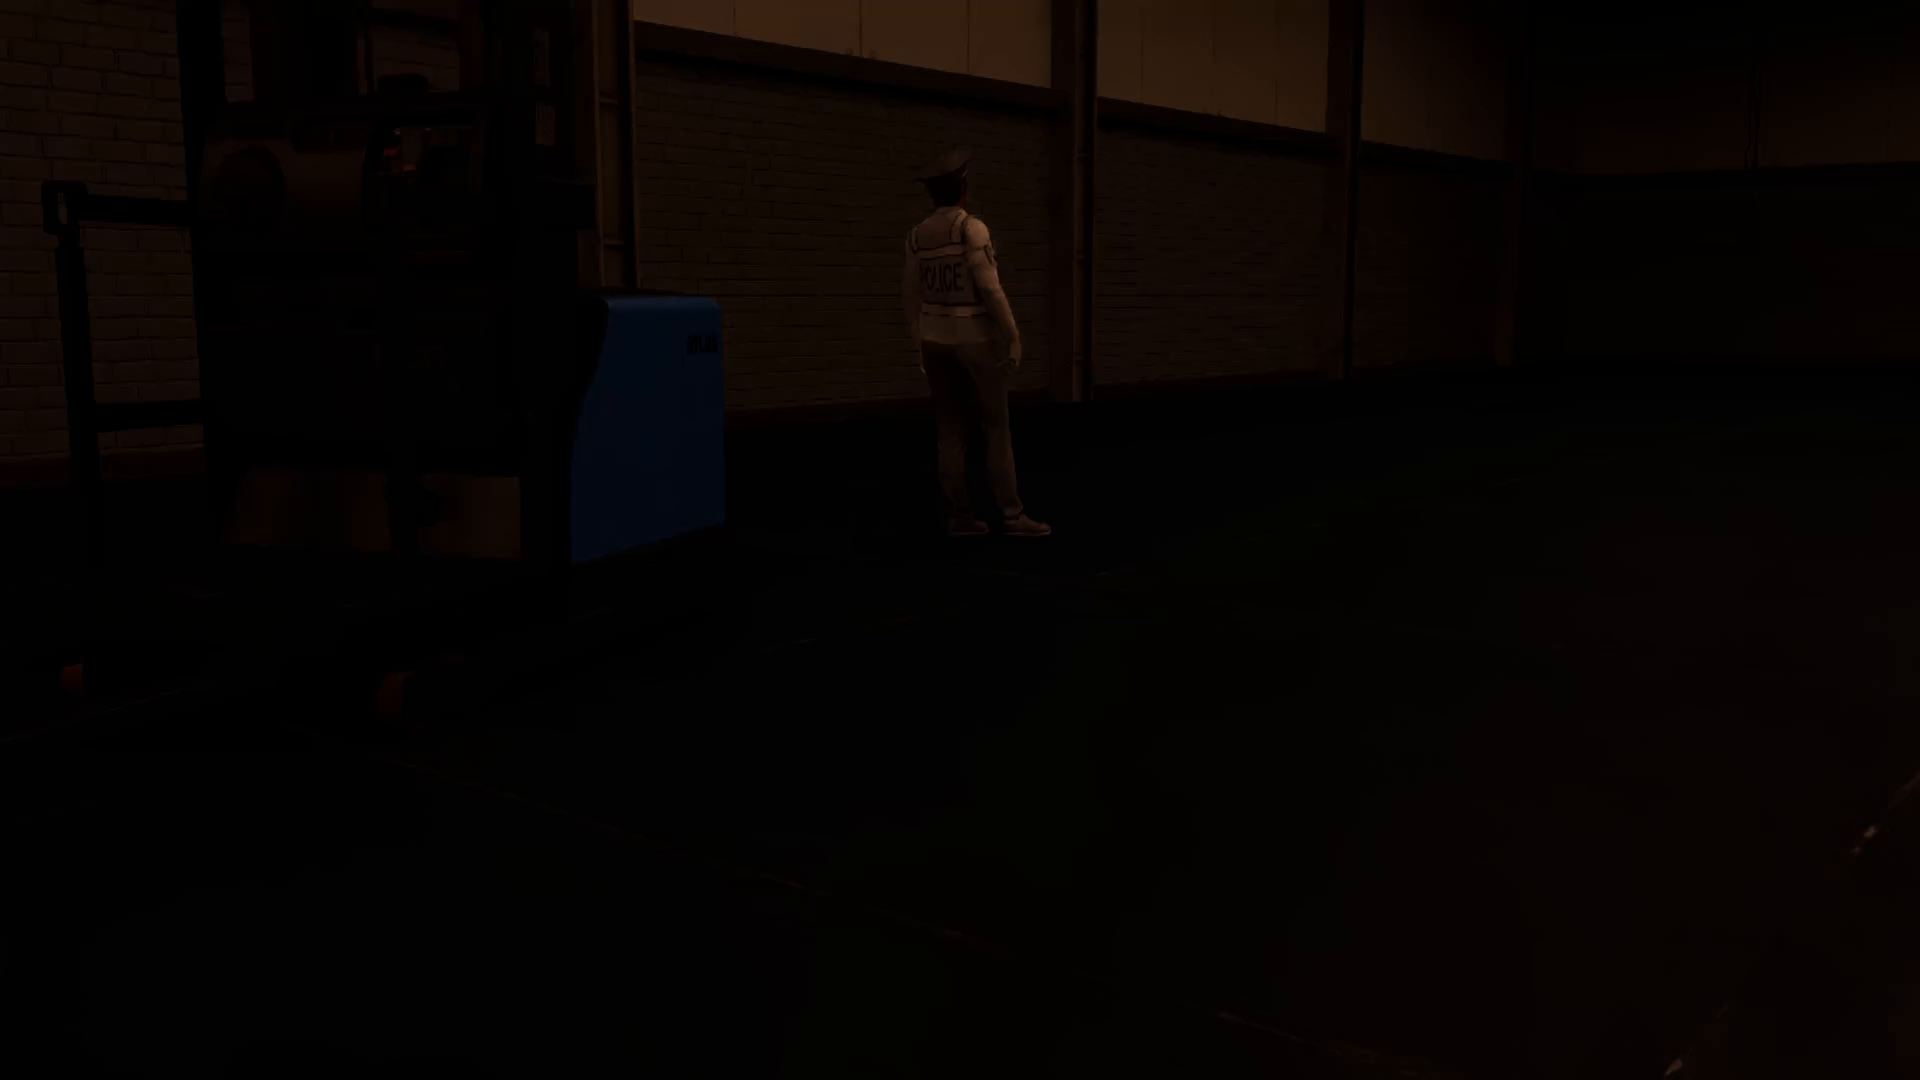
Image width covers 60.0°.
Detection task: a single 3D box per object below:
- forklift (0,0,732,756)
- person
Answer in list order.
[{"bbox_3d":[-1.745,-1.032,4.338,1.130,2.935,3.031,3,9,19],"label":"forklift"},{"bbox_3d":[0.048,-0.853,7.329,0.586,1.695,0.533,7,11,38],"label":"person"}]
